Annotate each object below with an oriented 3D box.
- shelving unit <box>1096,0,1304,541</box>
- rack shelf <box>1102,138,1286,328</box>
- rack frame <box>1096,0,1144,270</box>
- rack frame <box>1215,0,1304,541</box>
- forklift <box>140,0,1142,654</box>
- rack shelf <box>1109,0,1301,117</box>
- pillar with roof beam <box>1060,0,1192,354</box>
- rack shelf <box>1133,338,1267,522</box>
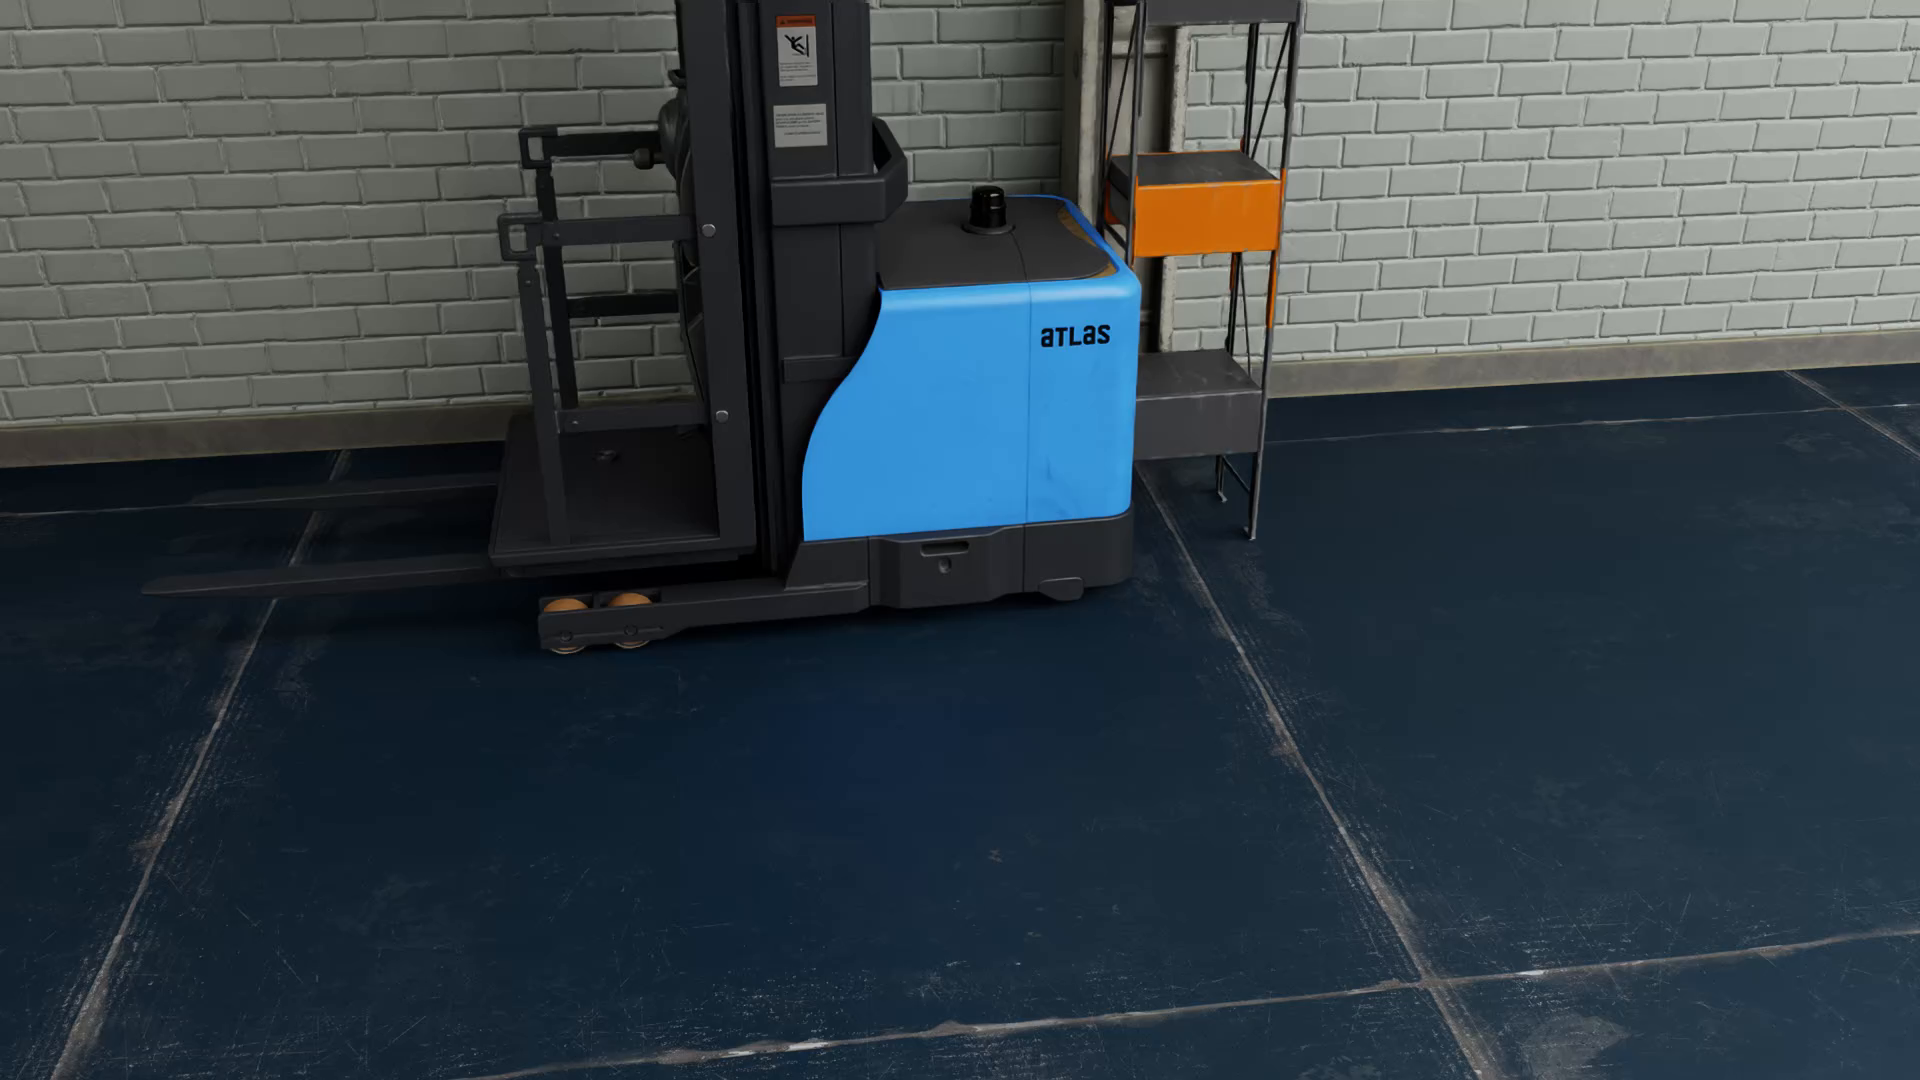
[{"bbox_3d":[0.737,-1.002,5.402,0.503,2.100,0.431,-5,28,-9],"label":"shelving unit"},{"bbox_3d":[0.737,-0.989,5.408,0.480,0.518,0.431,-5,28,-9],"label":"rack shelf"},{"bbox_3d":[0.497,-0.982,5.364,0.015,2.100,0.400,-5,28,-9],"label":"rack frame"},{"bbox_3d":[0.977,-1.021,5.440,0.015,2.100,0.400,-5,28,-9],"label":"rack frame"},{"bbox_3d":[-1.011,-1.217,4.912,3.031,2.935,1.130,-5,28,-9],"label":"forklift"},{"bbox_3d":[0.737,-1.612,5.089,0.480,0.518,0.431,-5,28,-9],"label":"rack shelf"},{"bbox_3d":[1.204,-2.547,0.856,0.400,9.000,9.100,-4,27,-7],"label":"pillar with roof beam"},{"bbox_3d":[0.737,-0.367,5.728,0.480,0.518,0.431,-5,28,-9],"label":"rack shelf"}]
